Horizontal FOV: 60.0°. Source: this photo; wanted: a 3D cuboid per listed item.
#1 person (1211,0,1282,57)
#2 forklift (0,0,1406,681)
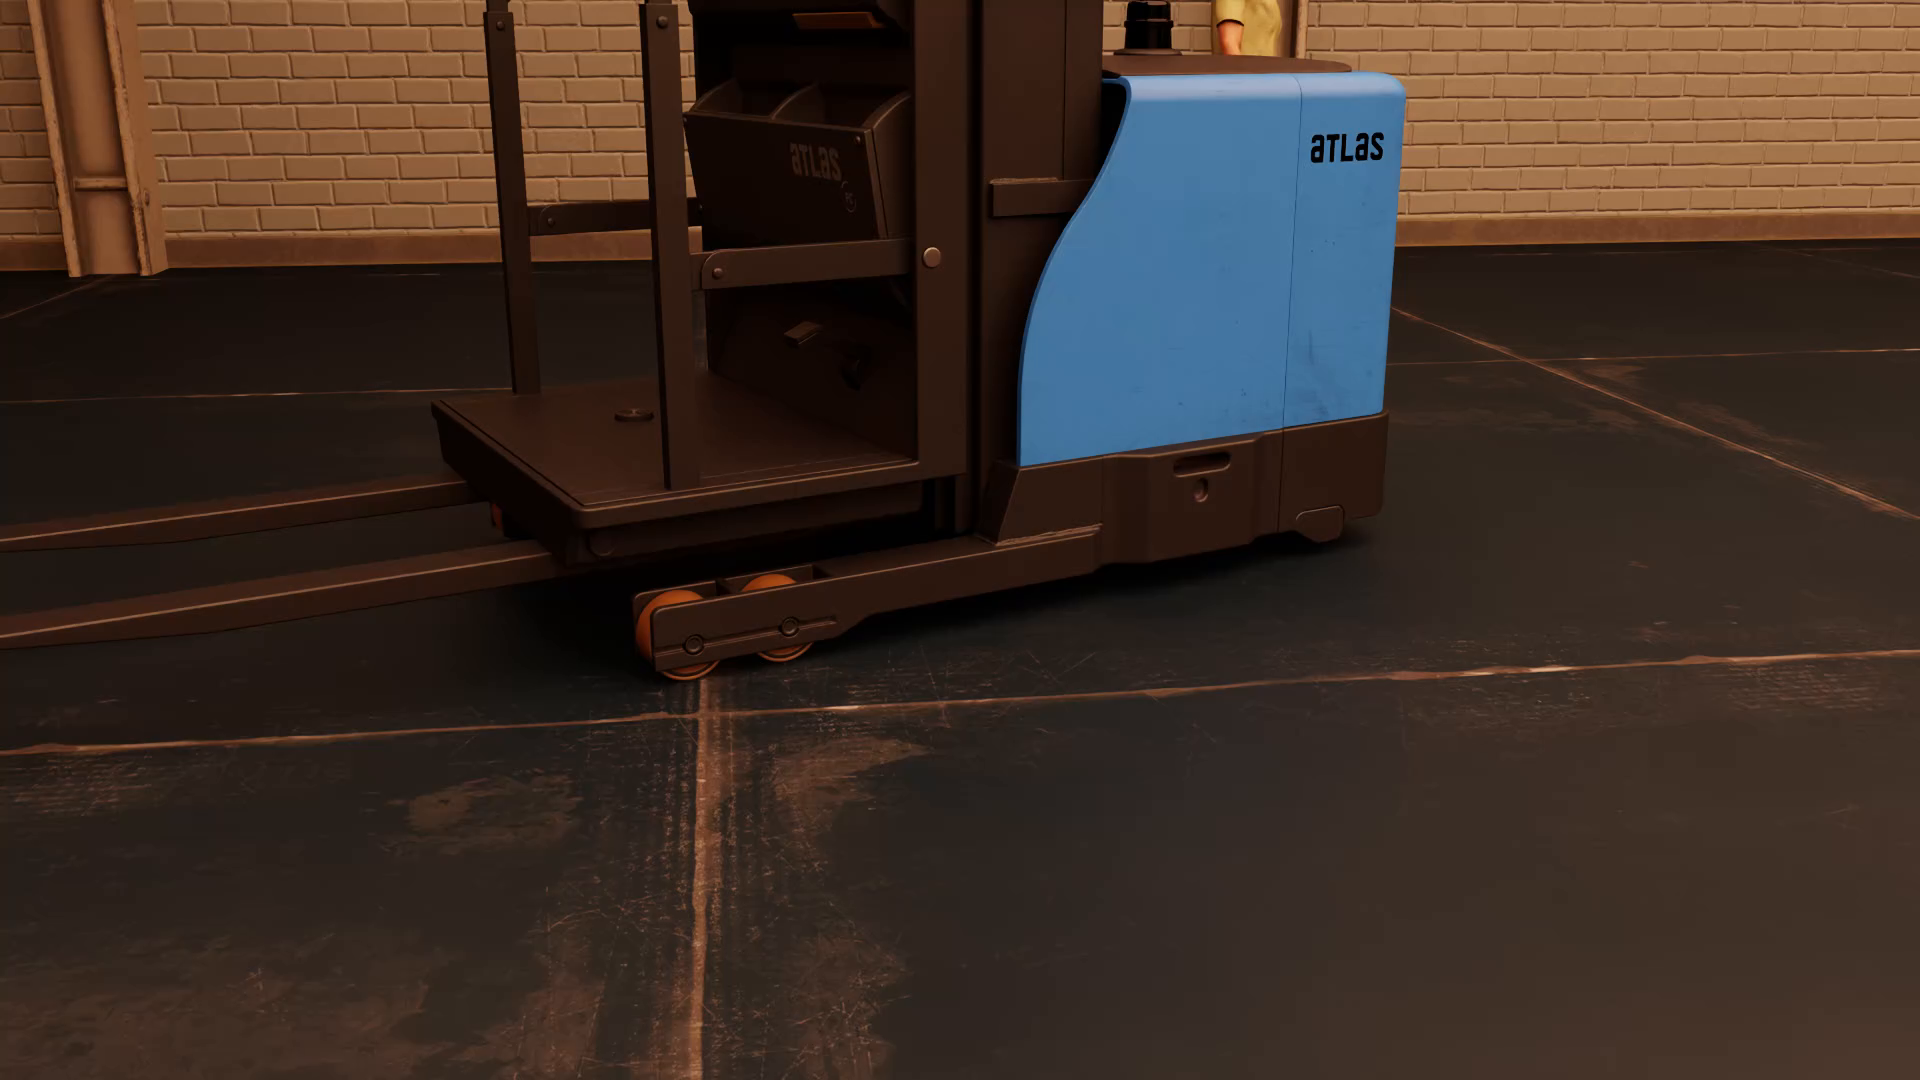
[{"bbox_3d":[1.220,-1.661,6.548,0.549,1.673,0.552,3,17,11],"label":"person"},{"bbox_3d":[-0.526,-1.315,3.251,3.031,2.935,1.130,-10,19,-29],"label":"forklift"}]
